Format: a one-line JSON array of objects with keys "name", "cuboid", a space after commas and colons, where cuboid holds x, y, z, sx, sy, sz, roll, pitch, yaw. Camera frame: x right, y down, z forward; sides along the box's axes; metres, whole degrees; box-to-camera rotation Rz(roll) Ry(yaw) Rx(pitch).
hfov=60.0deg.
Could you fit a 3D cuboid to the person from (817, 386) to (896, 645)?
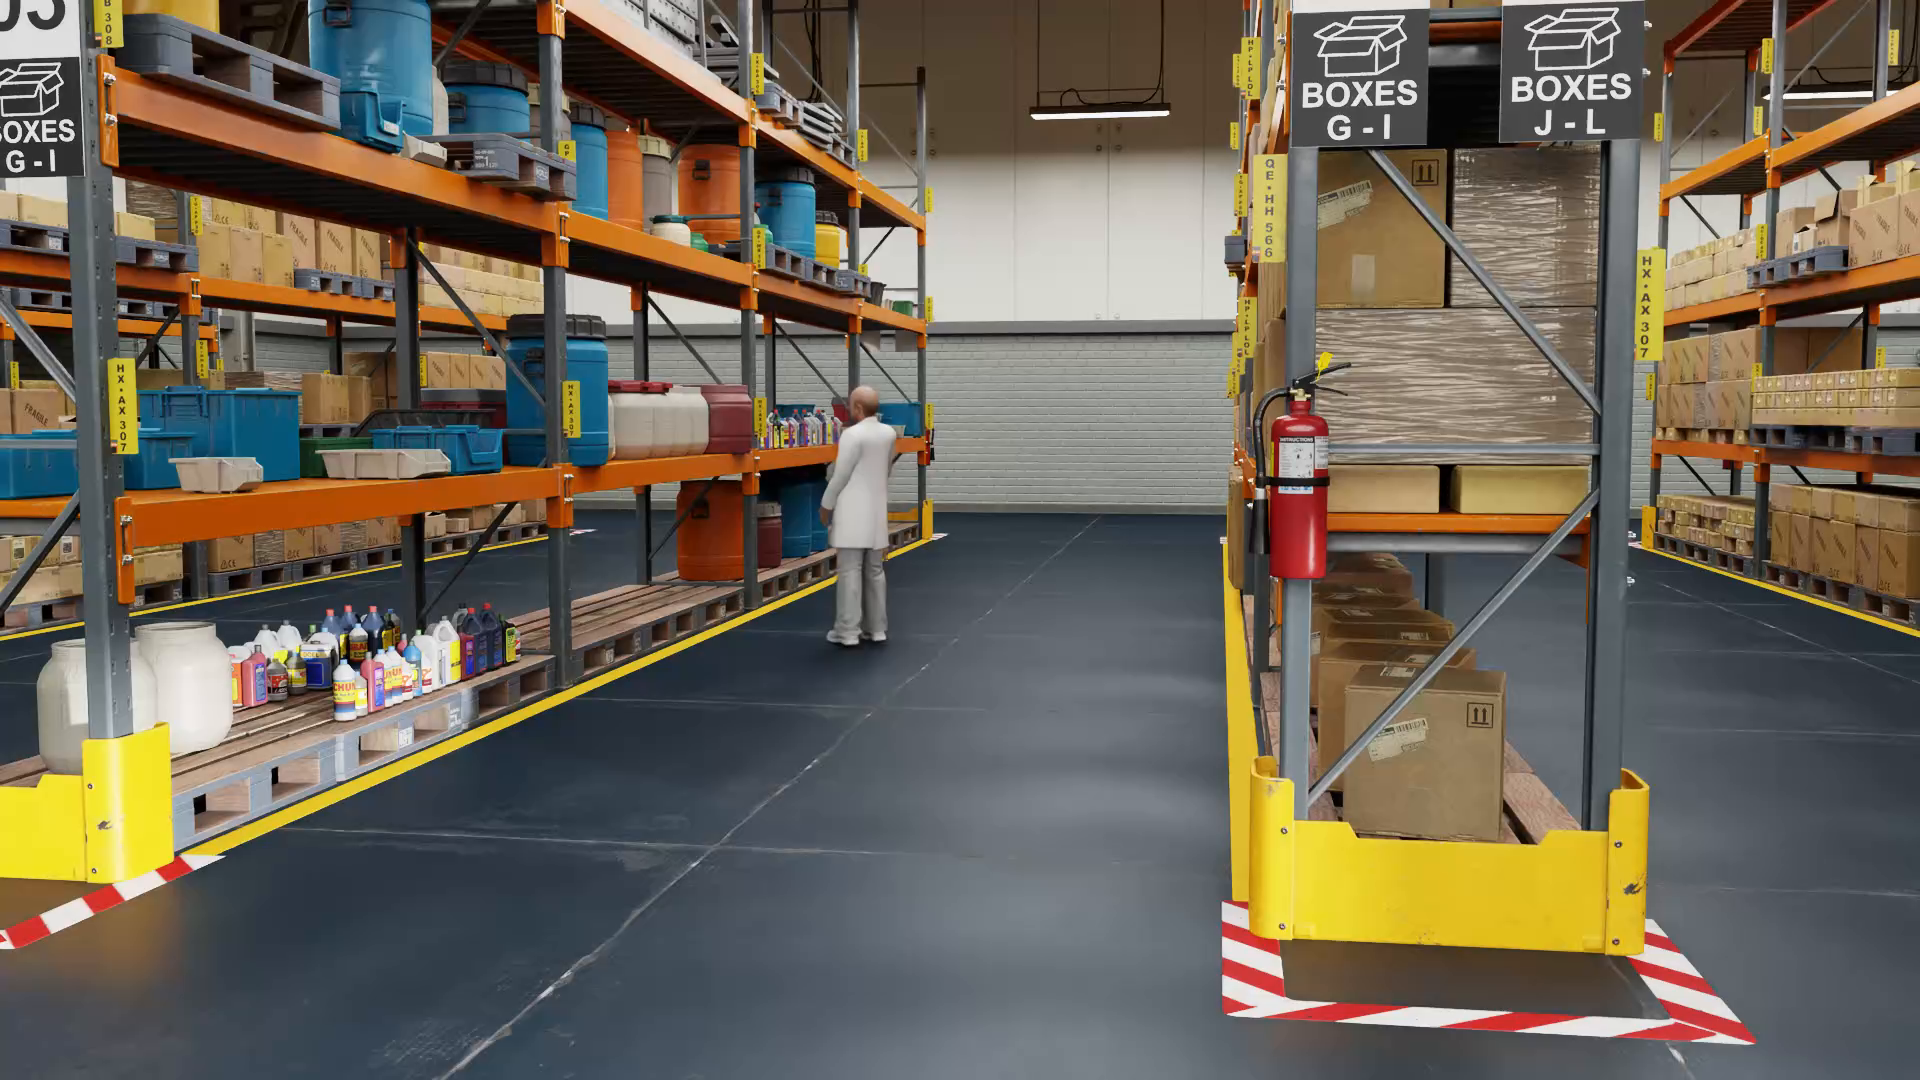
[{"name": "person", "cuboid": [-0.717, -0.170, 11.580, 0.451, 1.790, 0.621, 3, 5, 34]}]
